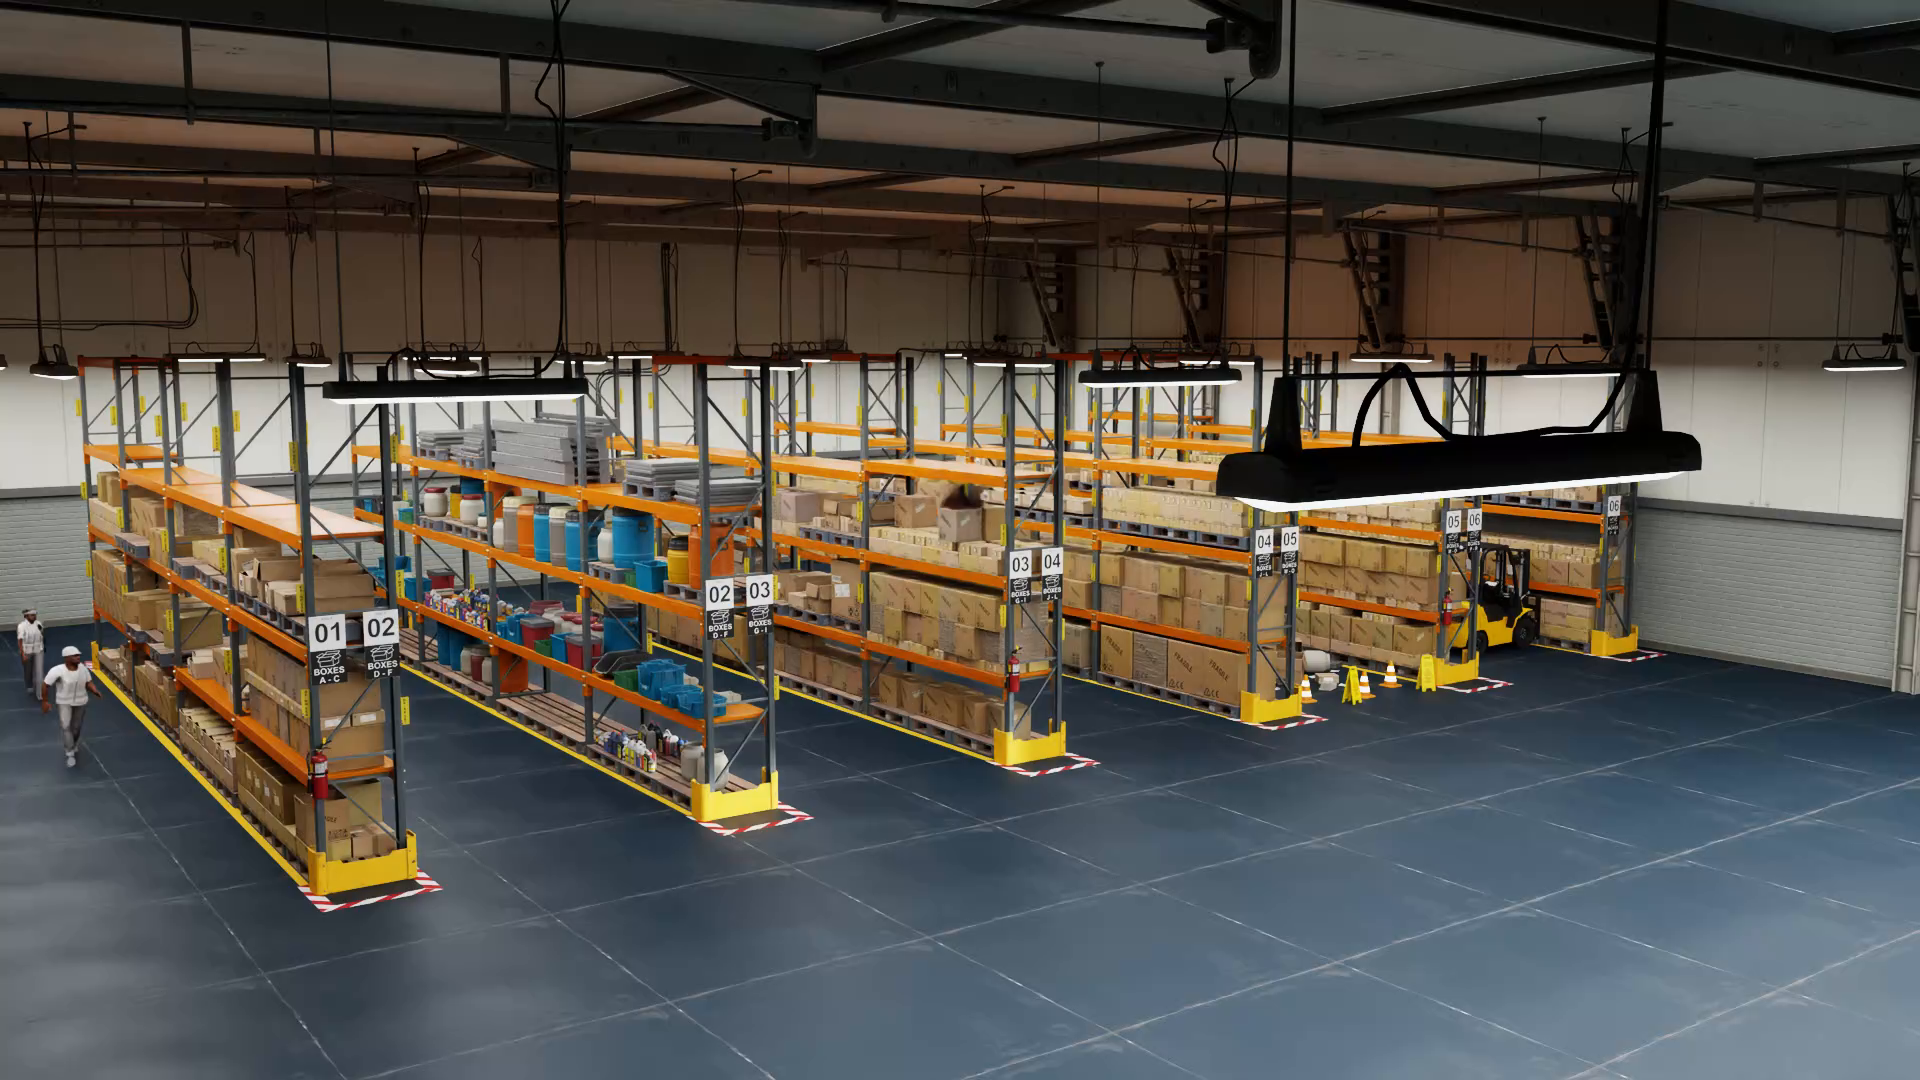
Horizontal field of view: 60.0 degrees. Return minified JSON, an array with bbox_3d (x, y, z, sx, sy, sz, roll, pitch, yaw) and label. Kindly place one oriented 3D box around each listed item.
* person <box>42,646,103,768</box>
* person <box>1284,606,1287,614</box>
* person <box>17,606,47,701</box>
[{"bbox_3d":[-13.347,2.460,24.994,0.781,1.744,1.003,-5,8,-35],"label":"person"},{"bbox_3d":[7.211,0.992,37.362,0.436,1.658,0.475,-2,7,-16],"label":"person"},{"bbox_3d":[-16.312,1.975,29.245,0.437,1.646,0.937,-4,8,-31],"label":"person"}]
